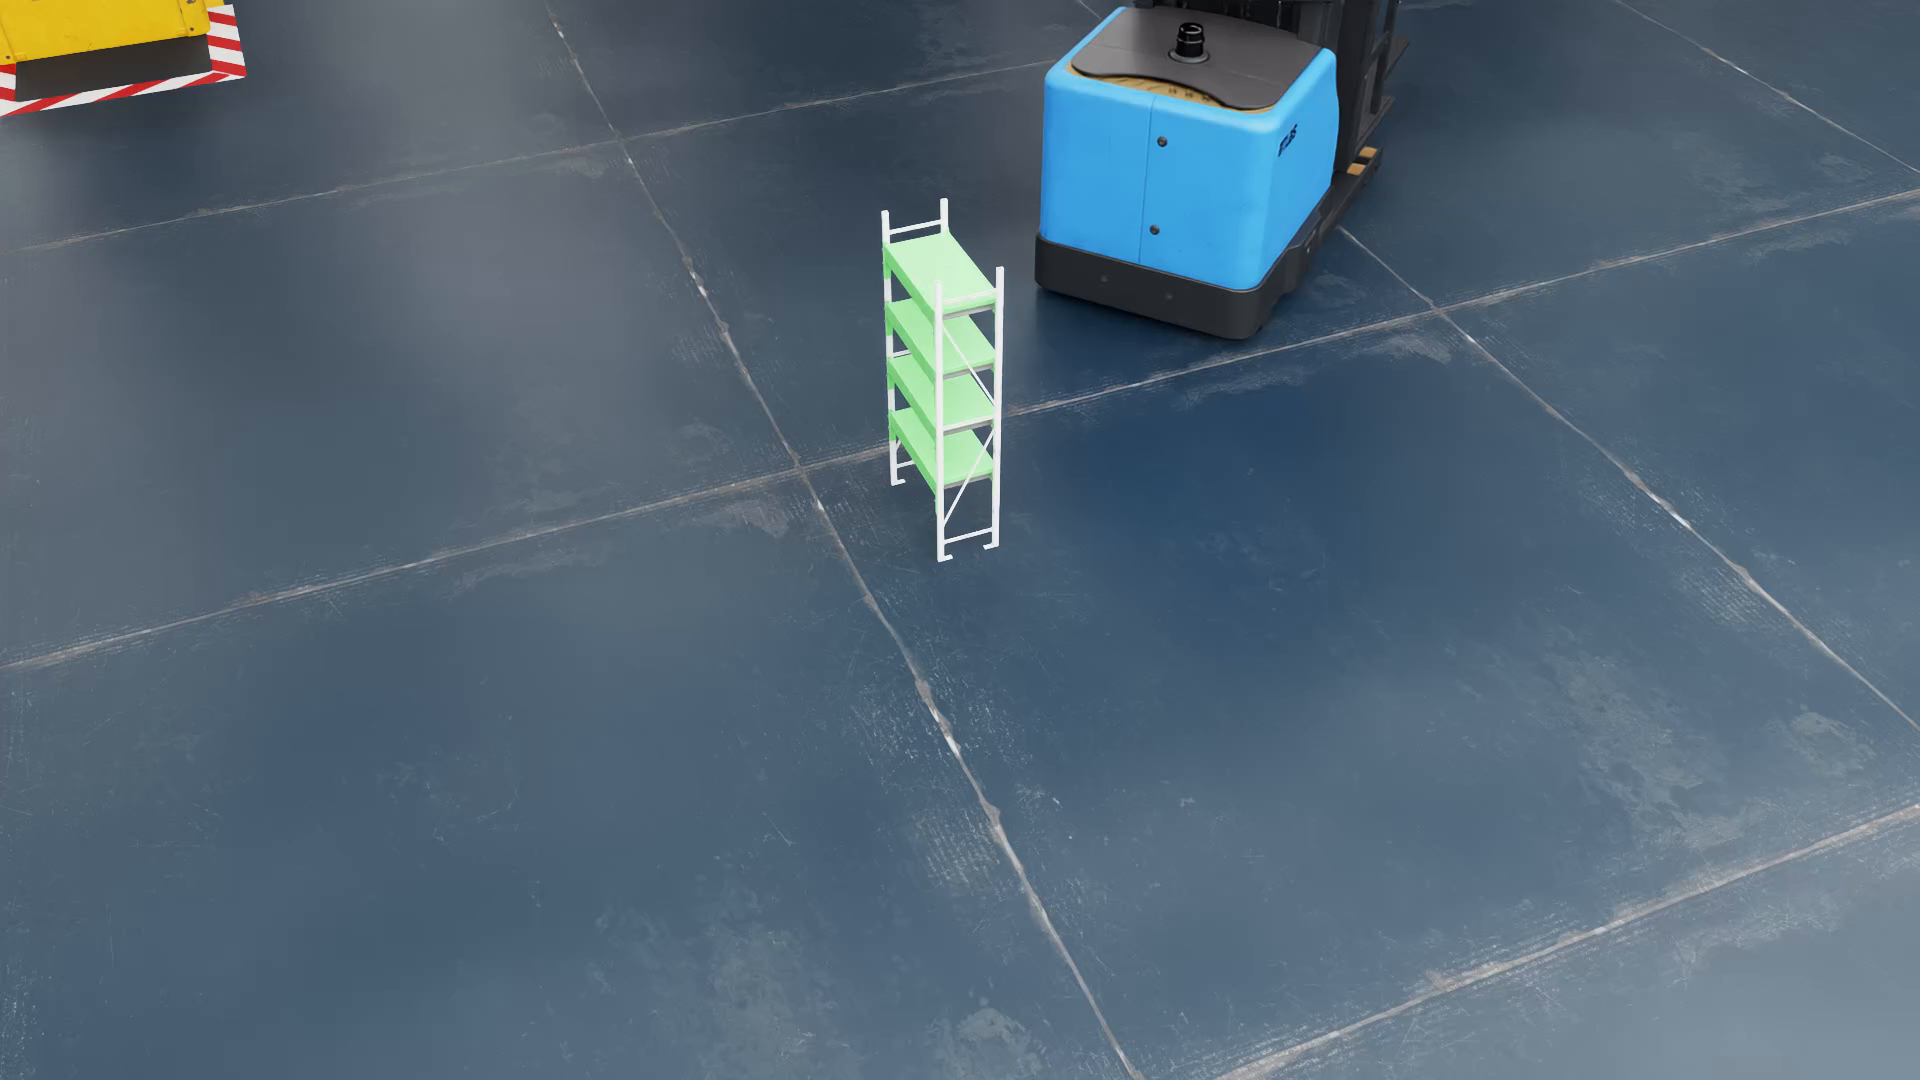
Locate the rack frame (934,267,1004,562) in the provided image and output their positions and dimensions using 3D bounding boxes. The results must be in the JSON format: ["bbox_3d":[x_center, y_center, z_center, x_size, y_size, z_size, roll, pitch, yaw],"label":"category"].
[{"bbox_3d":[0.030,-0.408,5.804,0.240,1.200,0.015,-15,43,-17],"label":"rack frame"}]

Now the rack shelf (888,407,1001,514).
[{"bbox_3d":[-0.063,-0.324,6.173,0.258,0.148,0.480,-15,43,-17],"label":"rack shelf"}]

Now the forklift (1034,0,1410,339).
[{"bbox_3d":[1.466,-2.927,7.406,1.130,2.935,3.031,19,44,21],"label":"forklift"}]

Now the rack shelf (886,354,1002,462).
[{"bbox_3d":[-0.063,-0.506,6.016,0.258,0.148,0.480,-15,43,-17],"label":"rack shelf"}]

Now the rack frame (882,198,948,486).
[{"bbox_3d":[-0.157,-0.702,6.146,0.240,1.200,0.015,-15,43,-17],"label":"rack frame"}]

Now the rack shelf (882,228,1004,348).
[{"bbox_3d":[-0.063,-0.870,5.703,0.258,0.148,0.480,-15,43,-17],"label":"rack shelf"}]

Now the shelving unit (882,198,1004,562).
[{"bbox_3d":[-0.063,-0.555,5.975,0.258,1.200,0.503,-15,43,-17],"label":"shelving unit"}]

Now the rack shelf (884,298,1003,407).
[{"bbox_3d":[-0.063,-0.688,5.860,0.258,0.148,0.480,-15,43,-17],"label":"rack shelf"}]

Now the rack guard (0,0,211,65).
[{"bbox_3d":[-4.965,-3.097,9.468,1.175,0.500,0.348,-15,43,-17],"label":"rack guard"}]
